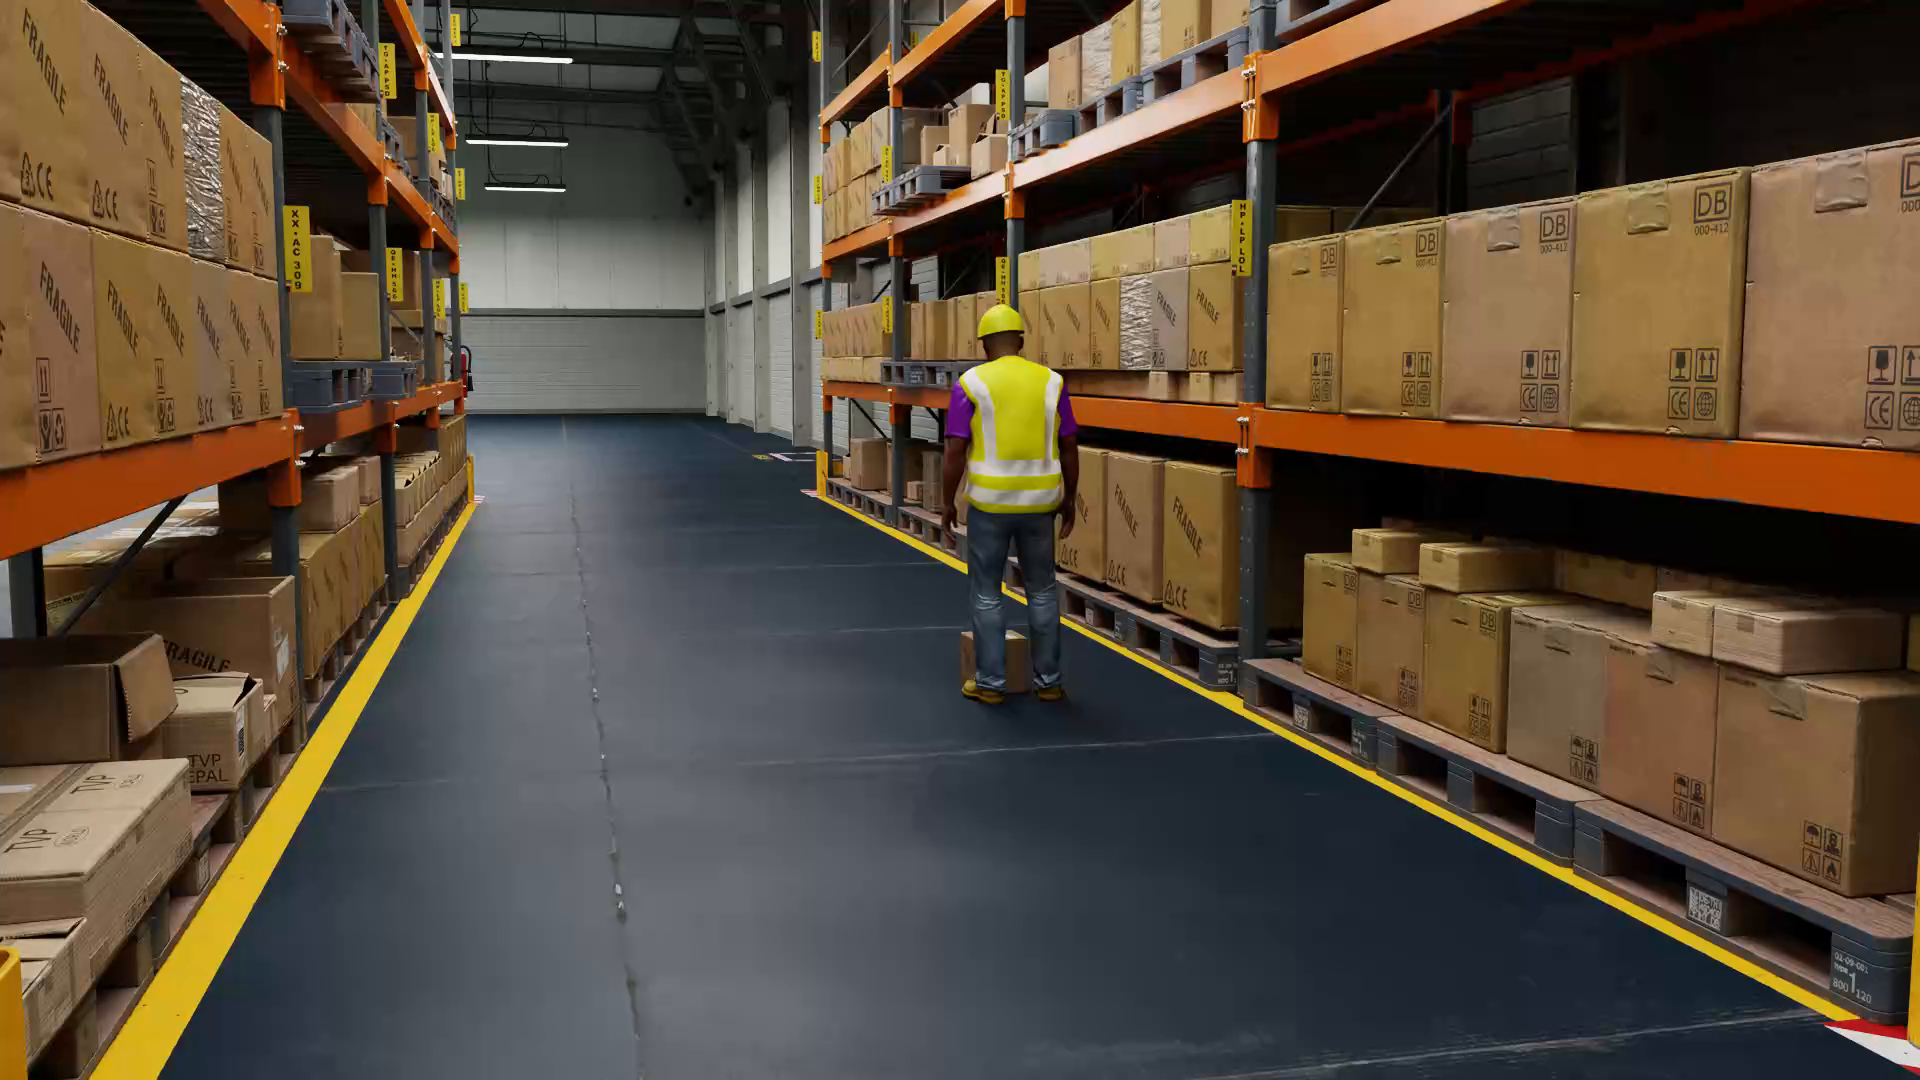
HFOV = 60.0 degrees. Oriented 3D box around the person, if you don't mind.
[{"bbox_3d":[0.219,-0.163,7.403,0.631,1.760,0.463,-2,6,-14],"label":"person"}]
